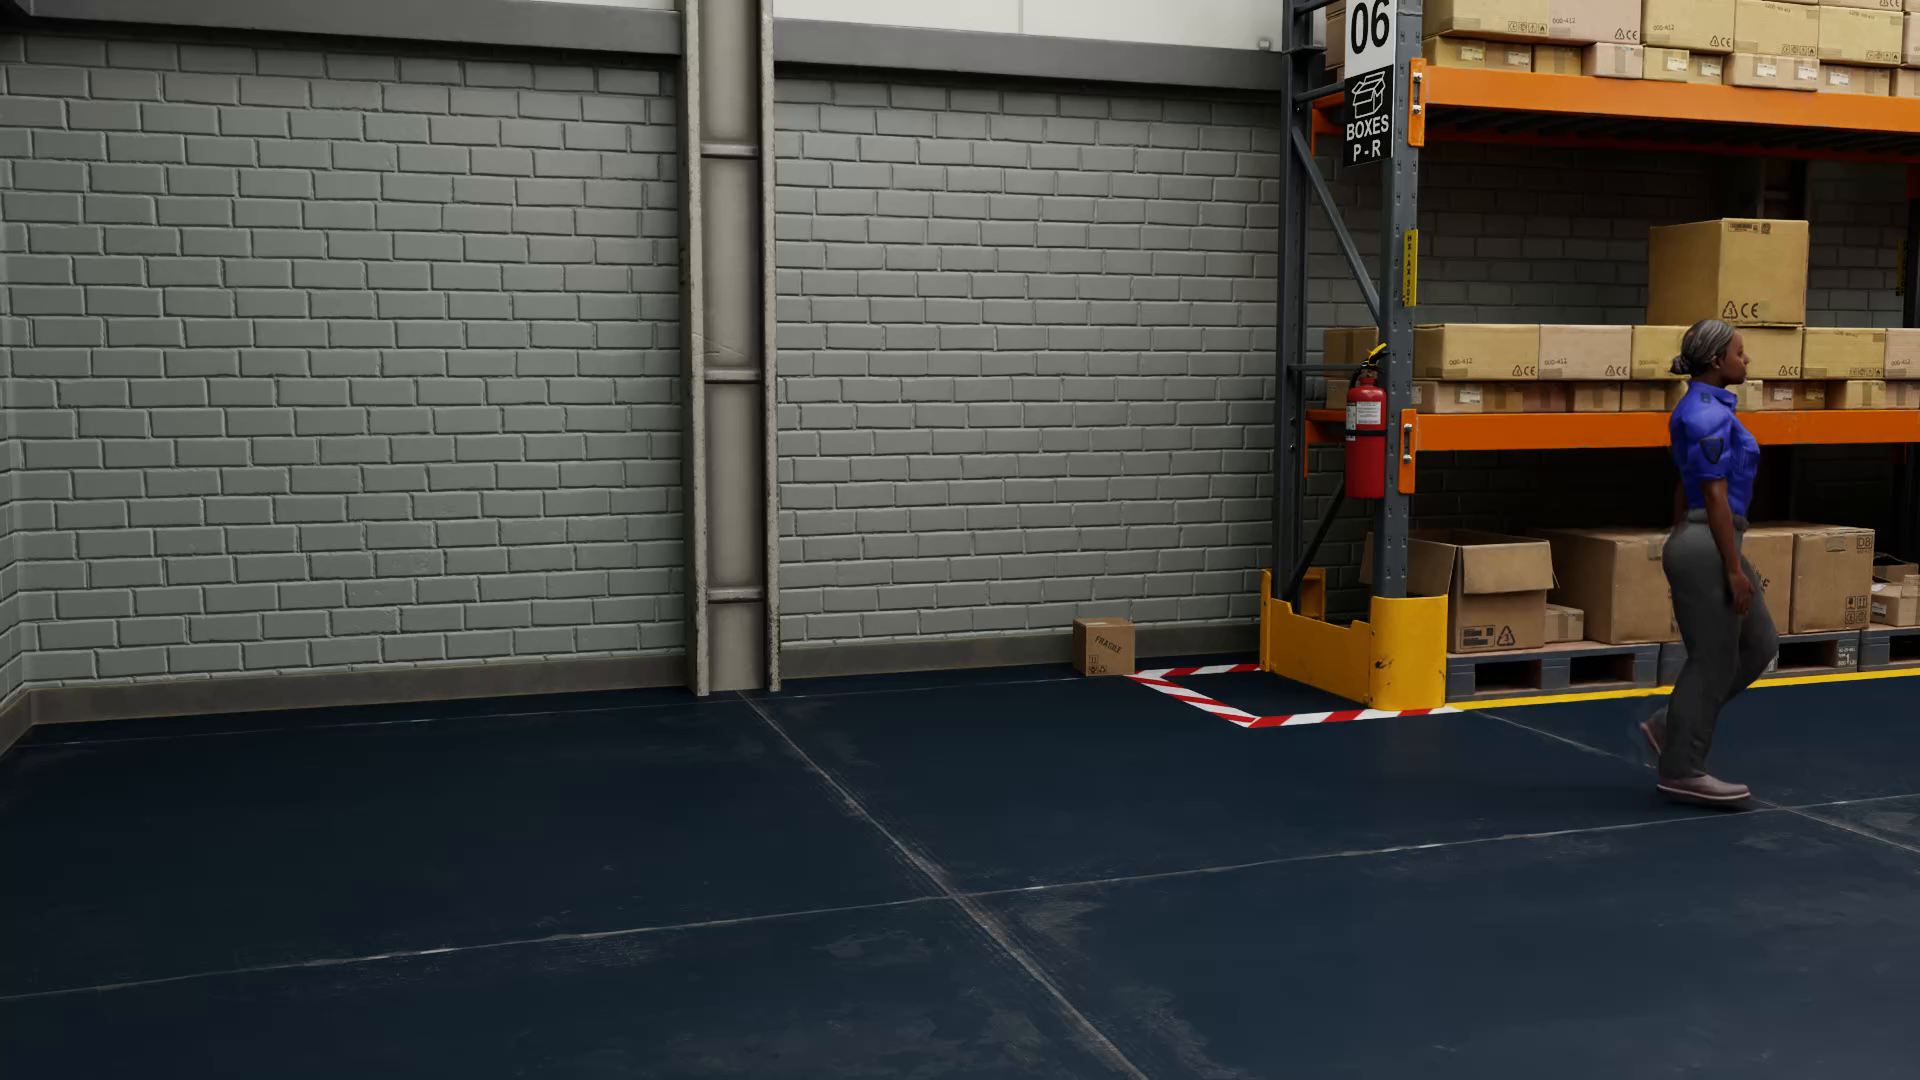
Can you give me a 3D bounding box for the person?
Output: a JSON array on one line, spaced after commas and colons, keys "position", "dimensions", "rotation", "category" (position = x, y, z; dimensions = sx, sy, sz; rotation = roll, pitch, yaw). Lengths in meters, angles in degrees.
[{"position": [2.583, 0.082, 5.697], "dimensions": [0.438, 1.666, 0.439], "rotation": [2, 6, 22], "category": "person"}]
